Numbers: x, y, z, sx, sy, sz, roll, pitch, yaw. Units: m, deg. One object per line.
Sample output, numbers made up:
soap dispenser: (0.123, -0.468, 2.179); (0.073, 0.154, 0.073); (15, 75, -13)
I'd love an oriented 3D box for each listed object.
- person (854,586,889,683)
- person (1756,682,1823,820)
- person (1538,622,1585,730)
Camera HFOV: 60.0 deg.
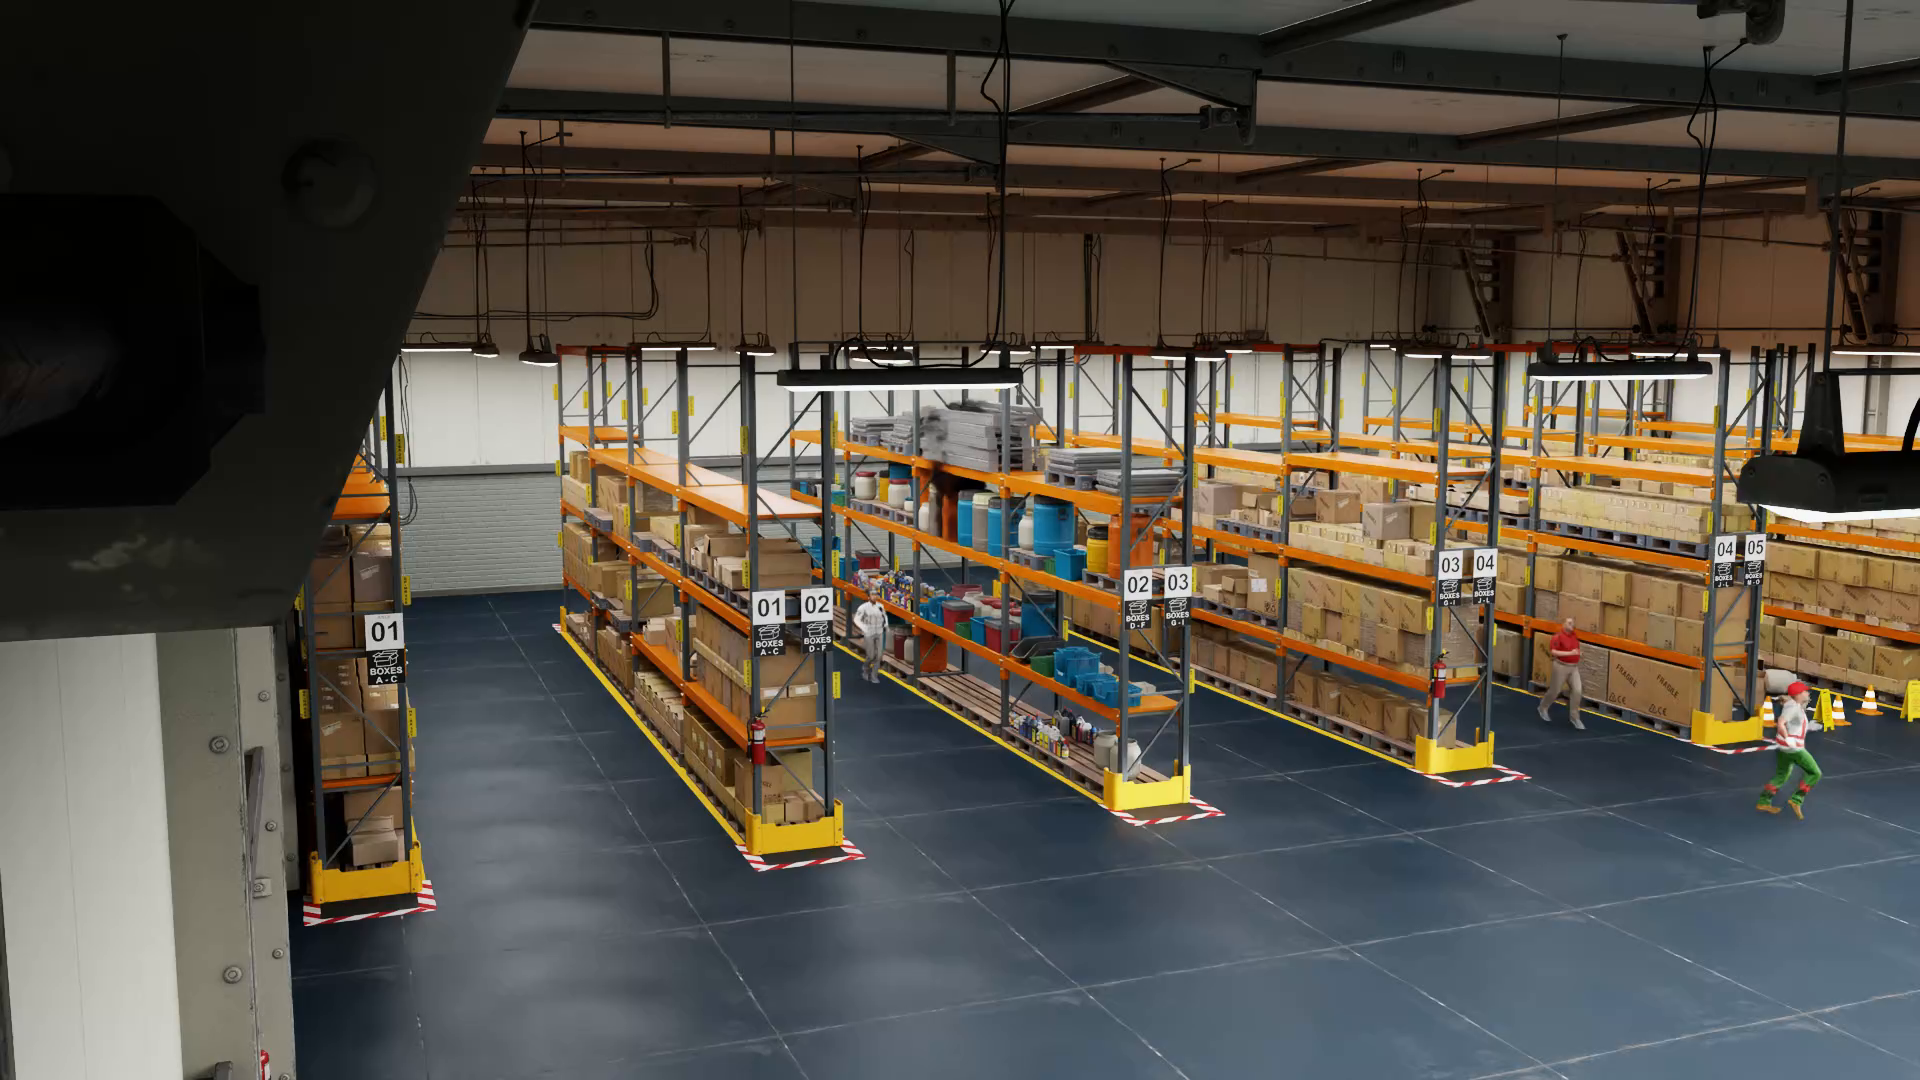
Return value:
person: (-1.469, 1.615, 28.399); (0.614, 1.660, 0.526); (-3, 8, -24)
person: (10.787, 2.720, 21.593); (0.766, 1.786, 0.639); (1, 7, 11)
person: (9.649, 2.137, 26.607); (0.412, 1.716, 0.842); (-3, 8, -23)
